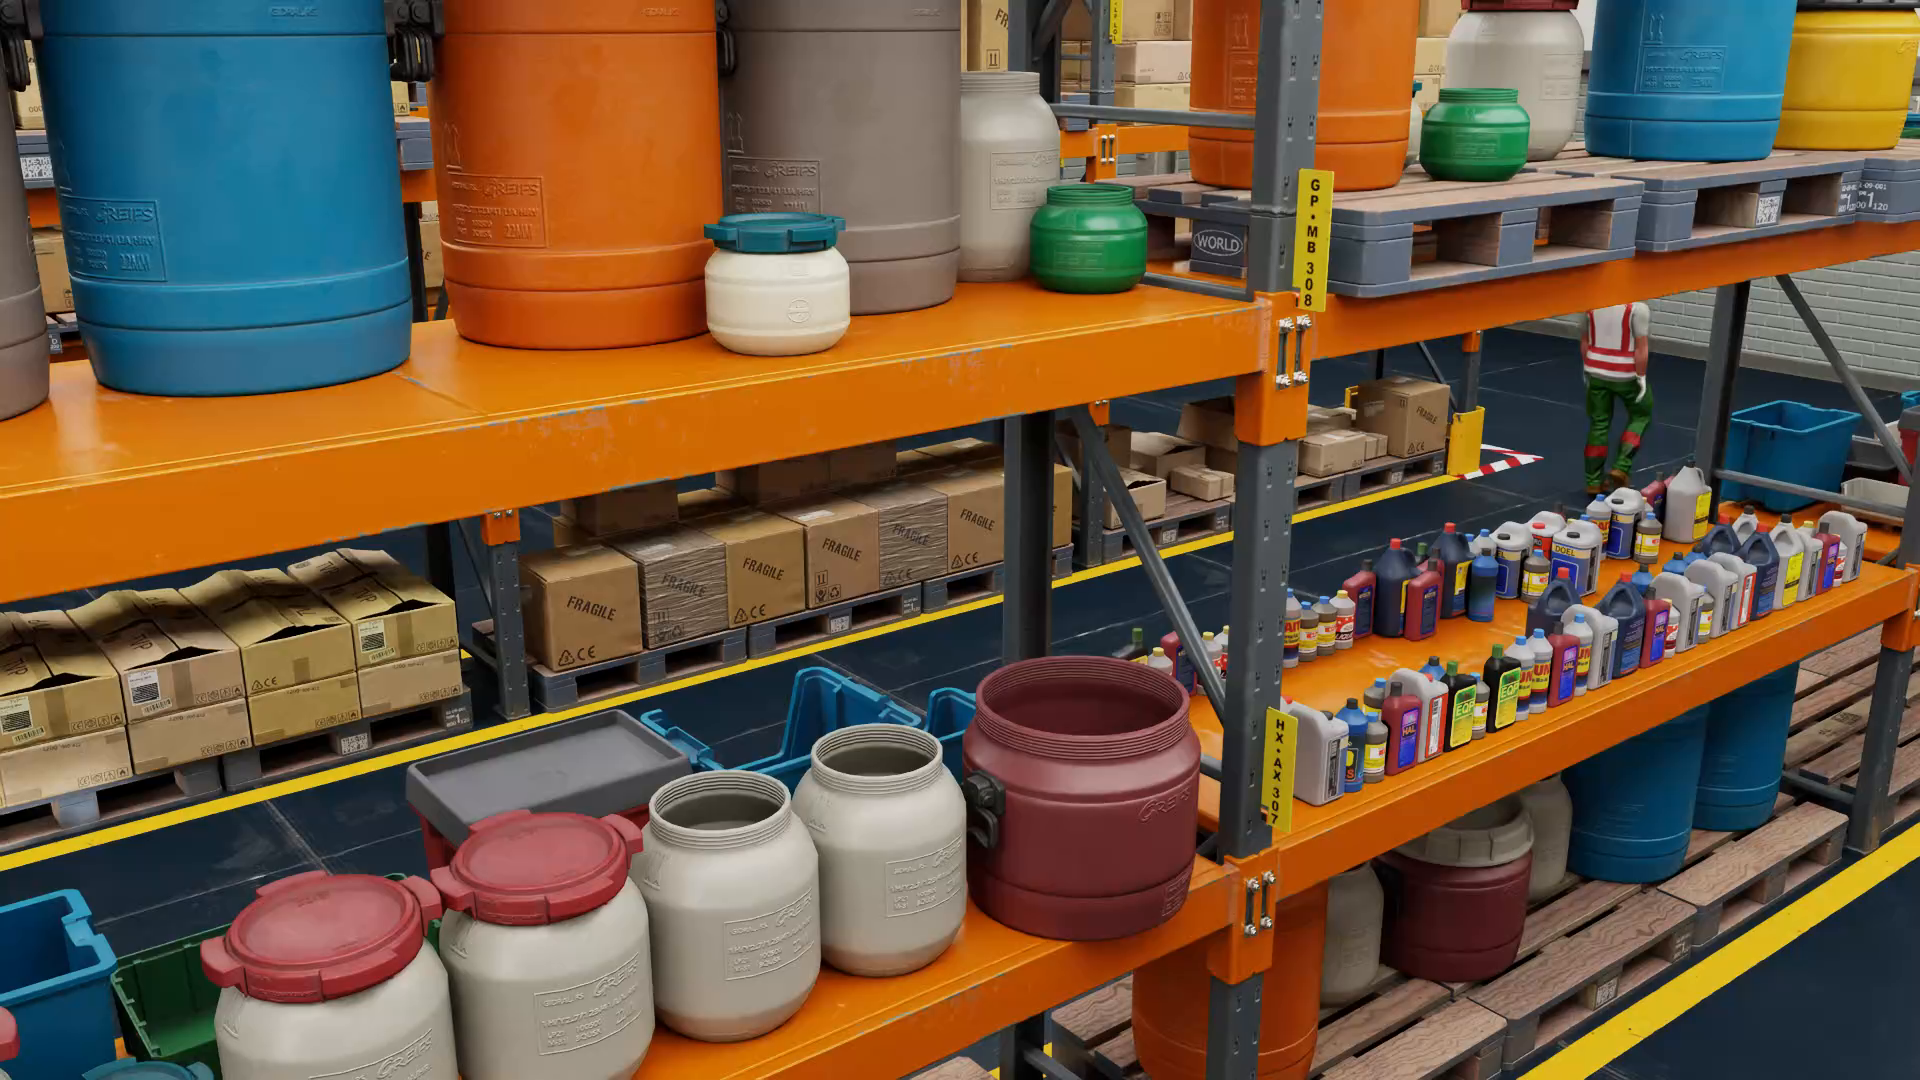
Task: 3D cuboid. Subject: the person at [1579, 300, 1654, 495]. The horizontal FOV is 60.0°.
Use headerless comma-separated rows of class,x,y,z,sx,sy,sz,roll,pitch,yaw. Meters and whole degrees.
person,4.865,-1.222,12.331,0.554,1.807,0.472,16,24,41
